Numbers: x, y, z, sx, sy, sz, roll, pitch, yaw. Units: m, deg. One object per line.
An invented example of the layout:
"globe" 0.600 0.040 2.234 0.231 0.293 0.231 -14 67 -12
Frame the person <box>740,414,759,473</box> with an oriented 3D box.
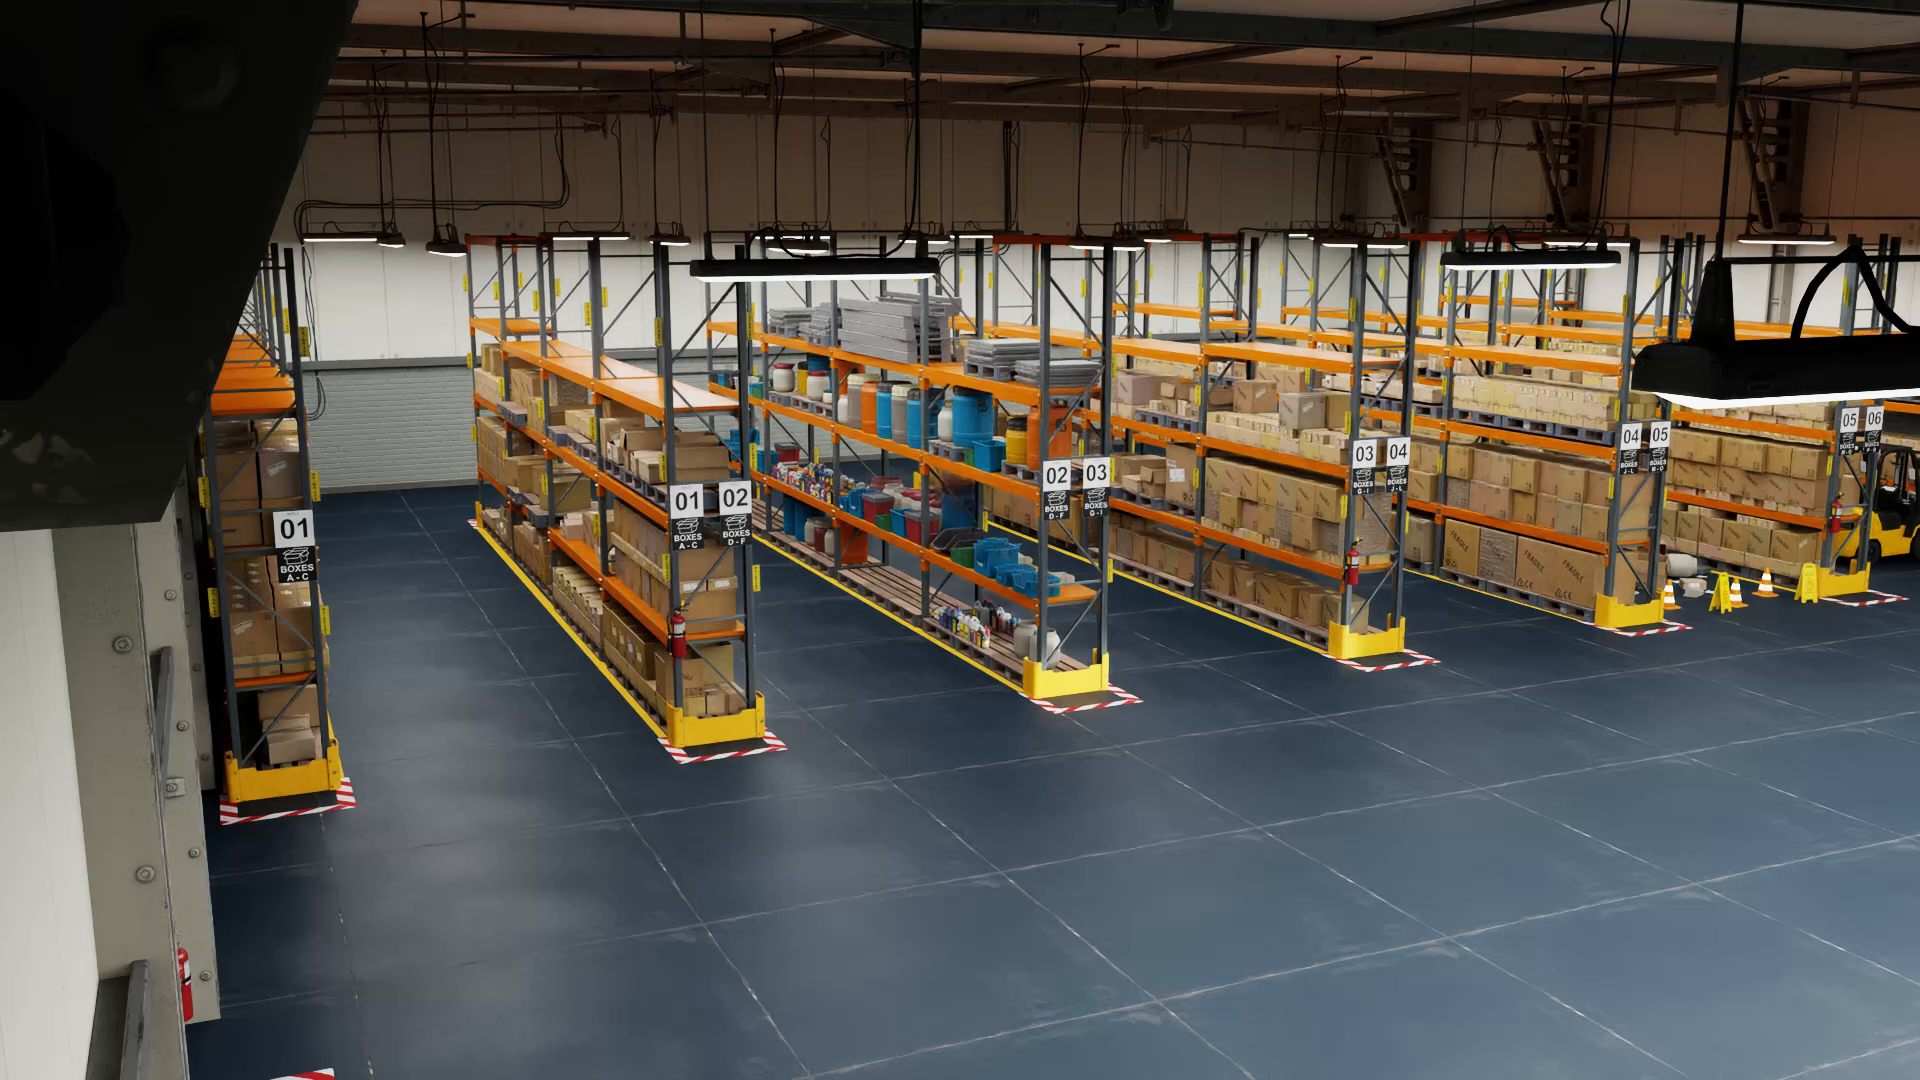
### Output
"person" -5.200 -2.322 40.879 0.612 1.578 0.414 -1 11 -6
